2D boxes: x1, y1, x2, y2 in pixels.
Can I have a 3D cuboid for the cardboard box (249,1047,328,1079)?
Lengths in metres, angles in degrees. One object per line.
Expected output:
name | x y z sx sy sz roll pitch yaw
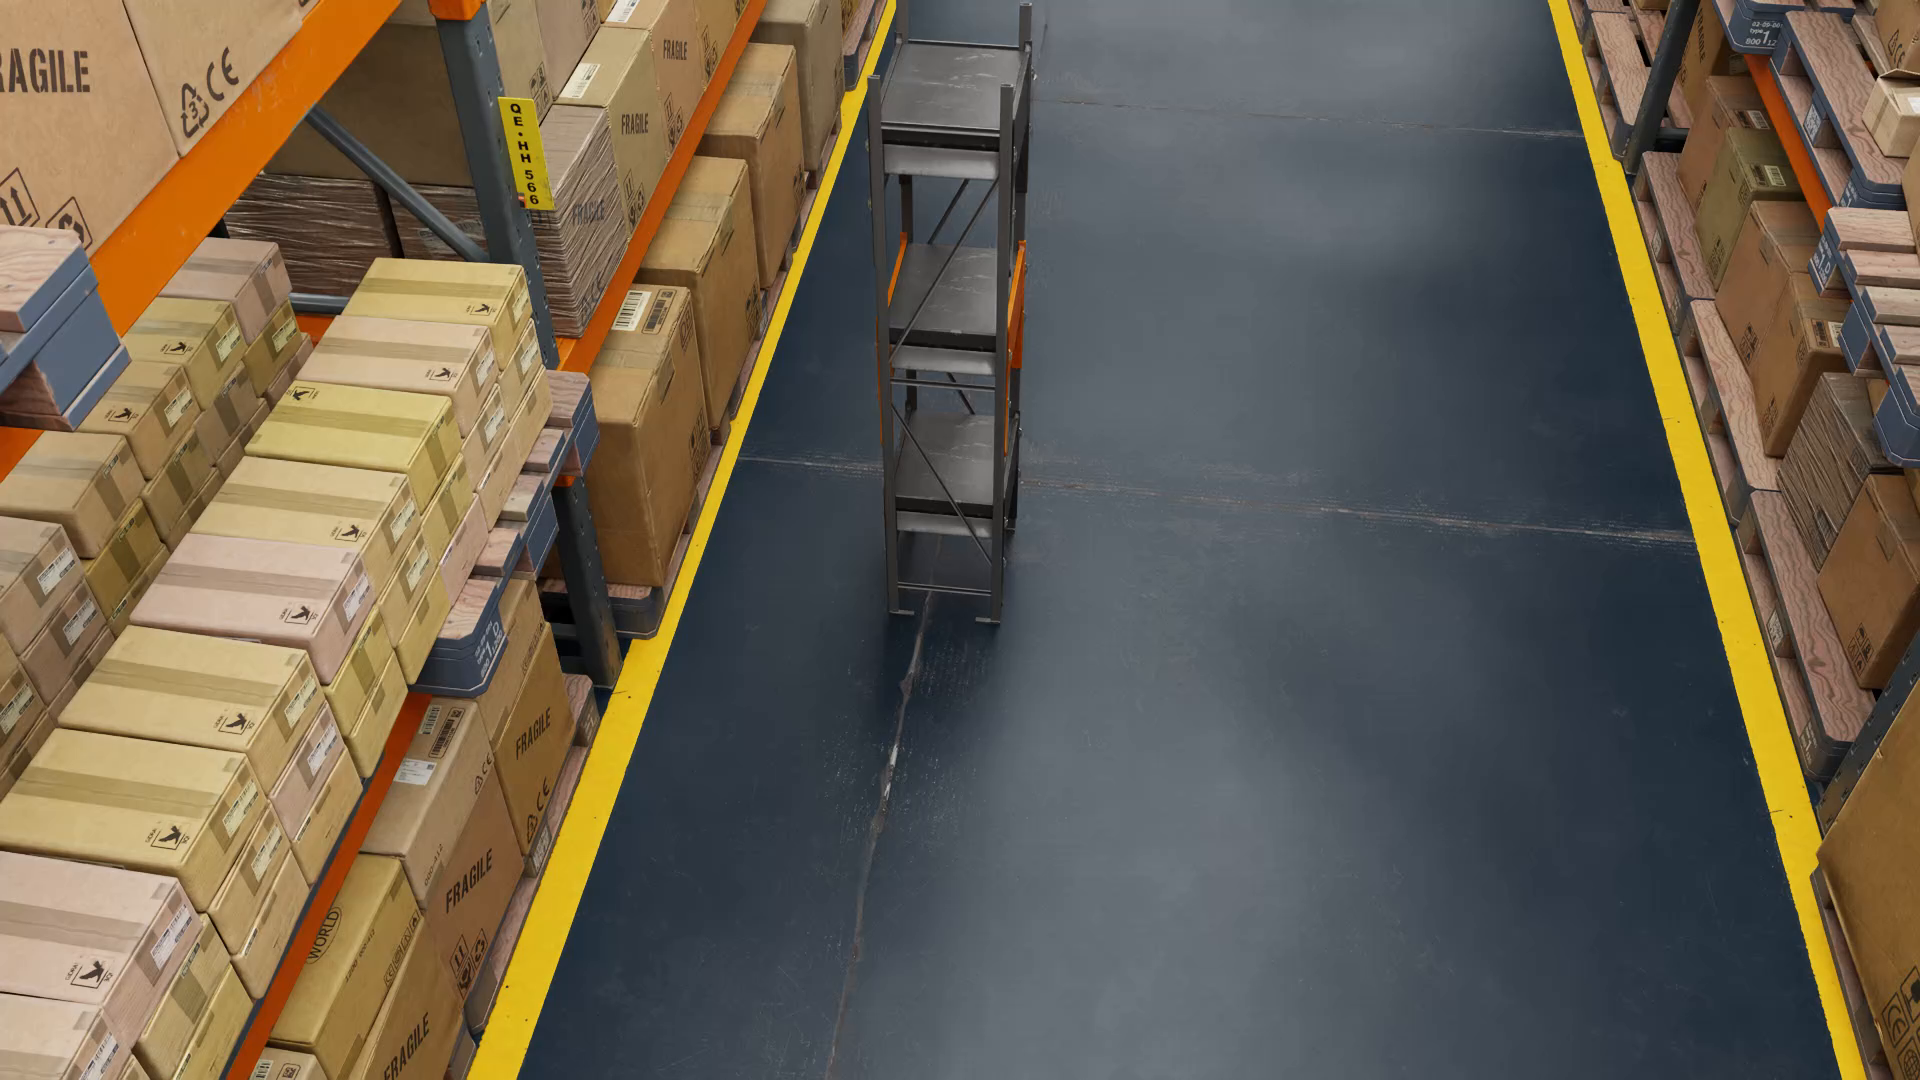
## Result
cardboard box | -1.704 1.362 3.597 0.500 0.250 0.500 7 44 7

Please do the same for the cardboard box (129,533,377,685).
cardboard box | -1.424 0.137 3.369 0.380 0.149 0.250 5 44 6

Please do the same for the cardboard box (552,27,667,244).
cardboard box | -1.283 -1.322 5.392 0.500 0.500 0.500 5 44 5

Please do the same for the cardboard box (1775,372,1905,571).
cardboard box | 3.358 -0.227 5.806 0.700 0.500 0.500 2 43 2

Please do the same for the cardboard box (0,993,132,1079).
cardboard box | -1.559 0.855 2.610 0.380 0.149 0.250 5 44 5

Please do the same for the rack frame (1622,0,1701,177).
rack frame | 3.757 -2.864 7.093 1.000 3.000 0.127 5 44 6

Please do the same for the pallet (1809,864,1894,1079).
pallet | 3.050 1.405 4.612 1.003 0.211 1.213 5 44 6

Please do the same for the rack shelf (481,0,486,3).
rack shelf | -1.410 -2.848 5.418 1.077 0.370 4.000 5 44 6

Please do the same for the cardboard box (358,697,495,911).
cardboard box | -1.561 0.661 4.338 0.500 0.250 0.500 6 44 6

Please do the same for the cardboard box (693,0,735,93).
cardboard box | -1.148 -2.005 6.113 0.500 0.500 0.500 5 44 5

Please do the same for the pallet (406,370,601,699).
pallet | -1.663 -0.092 4.305 1.213 0.211 1.003 5 44 6

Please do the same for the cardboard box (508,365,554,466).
cardboard box | -1.284 -0.341 4.305 0.380 0.149 0.250 6 44 6

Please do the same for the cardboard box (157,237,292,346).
cardboard box | -1.928 -0.634 4.183 0.380 0.149 0.250 5 44 6

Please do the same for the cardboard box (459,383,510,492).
cardboard box | -1.322 -0.266 4.011 0.380 0.149 0.250 7 44 7

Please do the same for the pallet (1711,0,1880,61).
pallet | 3.512 -2.286 6.622 1.003 0.211 1.213 5 44 6

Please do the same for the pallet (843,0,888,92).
pallet | -0.968 -2.882 9.140 1.003 0.211 1.213 5 44 6

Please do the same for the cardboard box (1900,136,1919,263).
cardboard box | 3.235 -1.088 4.839 0.700 0.500 0.500 11 45 12

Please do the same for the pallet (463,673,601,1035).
pallet | -1.779 0.888 5.159 1.003 0.211 1.213 5 44 6

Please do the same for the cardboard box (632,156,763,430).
cardboard box | -1.393 -0.996 6.451 1.050 0.750 0.750 6 44 6

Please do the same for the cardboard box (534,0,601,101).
cardboard box | -1.540 -1.707 5.071 0.700 0.500 0.500 5 44 5

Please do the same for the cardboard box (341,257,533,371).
cardboard box | -1.285 -0.559 4.103 0.380 0.149 0.250 4 44 4

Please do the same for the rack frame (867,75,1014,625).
rack frame | -0.054 -0.483 5.233 0.400 2.100 0.015 5 44 6

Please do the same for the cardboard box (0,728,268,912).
cardboard box | -1.493 0.499 2.985 0.380 0.149 0.250 6 44 7

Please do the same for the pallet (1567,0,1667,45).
pallet | 3.970 -3.146 9.419 1.003 0.211 1.213 5 44 6

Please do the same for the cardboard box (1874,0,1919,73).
cardboard box | 3.620 -1.864 5.656 0.797 0.503 0.637 9 44 10

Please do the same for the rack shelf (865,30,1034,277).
rack shelf | -0.022 -1.148 4.937 0.431 0.518 0.480 5 44 6

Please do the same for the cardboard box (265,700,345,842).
cardboard box | -1.457 0.431 3.274 0.380 0.149 0.250 6 44 7

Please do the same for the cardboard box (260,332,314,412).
cardboard box | -1.934 -0.432 4.402 0.380 0.149 0.250 5 44 5

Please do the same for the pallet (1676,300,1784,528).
pallet | 3.497 -0.487 6.610 1.003 0.211 1.213 5 44 6

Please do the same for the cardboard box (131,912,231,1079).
cardboard box | -1.527 0.778 2.907 0.380 0.149 0.250 5 44 5

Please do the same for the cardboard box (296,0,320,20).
cardboard box | -1.498 -1.371 3.261 0.500 0.500 0.500 5 44 6

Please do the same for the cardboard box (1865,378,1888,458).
cardboard box | 3.347 -0.484 5.532 0.500 0.250 0.500 10 44 10

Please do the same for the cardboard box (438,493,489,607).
cardboard box | -1.352 0.004 3.942 0.380 0.149 0.250 6 44 6

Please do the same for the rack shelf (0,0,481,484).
rack shelf | -1.939 -0.122 2.539 1.077 0.370 4.000 5 44 6

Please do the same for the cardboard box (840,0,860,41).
cardboard box | -0.993 -3.187 8.674 0.875 0.875 0.875 6 44 6

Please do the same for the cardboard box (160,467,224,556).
cardboard box | -2.005 -0.065 4.014 0.380 0.149 0.250 7 44 8

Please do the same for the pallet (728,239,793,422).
pallet | -1.332 -1.004 7.157 1.003 0.211 1.213 5 44 6

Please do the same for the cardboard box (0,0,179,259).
cardboard box | -1.622 -0.688 2.541 0.500 0.500 0.500 5 44 6

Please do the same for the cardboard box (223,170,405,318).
cardboard box | -1.881 -1.025 5.078 0.500 0.500 0.500 5 44 6

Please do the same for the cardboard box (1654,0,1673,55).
cardboard box | 3.918 -2.768 8.505 0.500 0.500 0.500 19 46 19

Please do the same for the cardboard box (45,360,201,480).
cardboard box | -1.997 -0.287 3.816 0.380 0.149 0.250 5 44 5

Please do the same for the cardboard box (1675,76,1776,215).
cardboard box | 3.655 -1.699 7.361 0.700 0.500 0.500 2 43 2

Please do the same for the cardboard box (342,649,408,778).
cardboard box | -1.423 0.357 3.569 0.380 0.149 0.250 3 44 4

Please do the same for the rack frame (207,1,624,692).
rack frame | -1.675 -0.657 4.763 1.000 3.000 0.127 5 44 6

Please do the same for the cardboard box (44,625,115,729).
cardboard box | -2.072 0.301 3.628 0.380 0.149 0.250 7 44 7

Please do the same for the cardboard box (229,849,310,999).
cardboard box | -1.492 0.719 3.186 0.380 0.149 0.250 3 44 4

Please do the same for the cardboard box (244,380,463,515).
cardboard box | -1.355 -0.209 3.734 0.380 0.149 0.250 6 44 7

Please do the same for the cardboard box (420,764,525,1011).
cardboard box | -1.575 0.924 4.605 0.500 0.500 0.500 7 44 7

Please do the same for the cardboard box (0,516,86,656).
cardboard box | -2.067 0.078 3.431 0.380 0.149 0.250 7 44 7

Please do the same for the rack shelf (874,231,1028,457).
rack shelf | -0.022 -0.640 5.418 0.431 0.518 0.480 5 44 6

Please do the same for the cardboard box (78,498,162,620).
cardboard box | -2.036 0.024 3.704 0.380 0.149 0.250 5 44 6

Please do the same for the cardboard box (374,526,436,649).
cardboard box | -1.388 0.084 3.641 0.380 0.149 0.250 5 44 6

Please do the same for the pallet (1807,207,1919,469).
pallet | 3.217 -0.563 4.803 1.213 0.211 1.003 5 44 6

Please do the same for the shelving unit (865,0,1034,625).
shelving unit | -0.022 -0.650 5.409 0.431 2.100 0.503 5 44 6

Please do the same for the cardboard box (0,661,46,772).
cardboard box | -2.106 0.362 3.347 0.380 0.149 0.250 5 44 5

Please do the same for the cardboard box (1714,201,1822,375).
cardboard box | 3.500 -0.995 6.617 0.700 0.500 0.500 2 43 2

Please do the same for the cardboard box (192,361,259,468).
cardboard box | -1.971 -0.330 4.078 0.380 0.149 0.250 7 44 8

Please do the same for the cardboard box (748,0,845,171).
cardboard box | -1.139 -2.288 7.815 1.050 0.750 0.750 5 44 5
